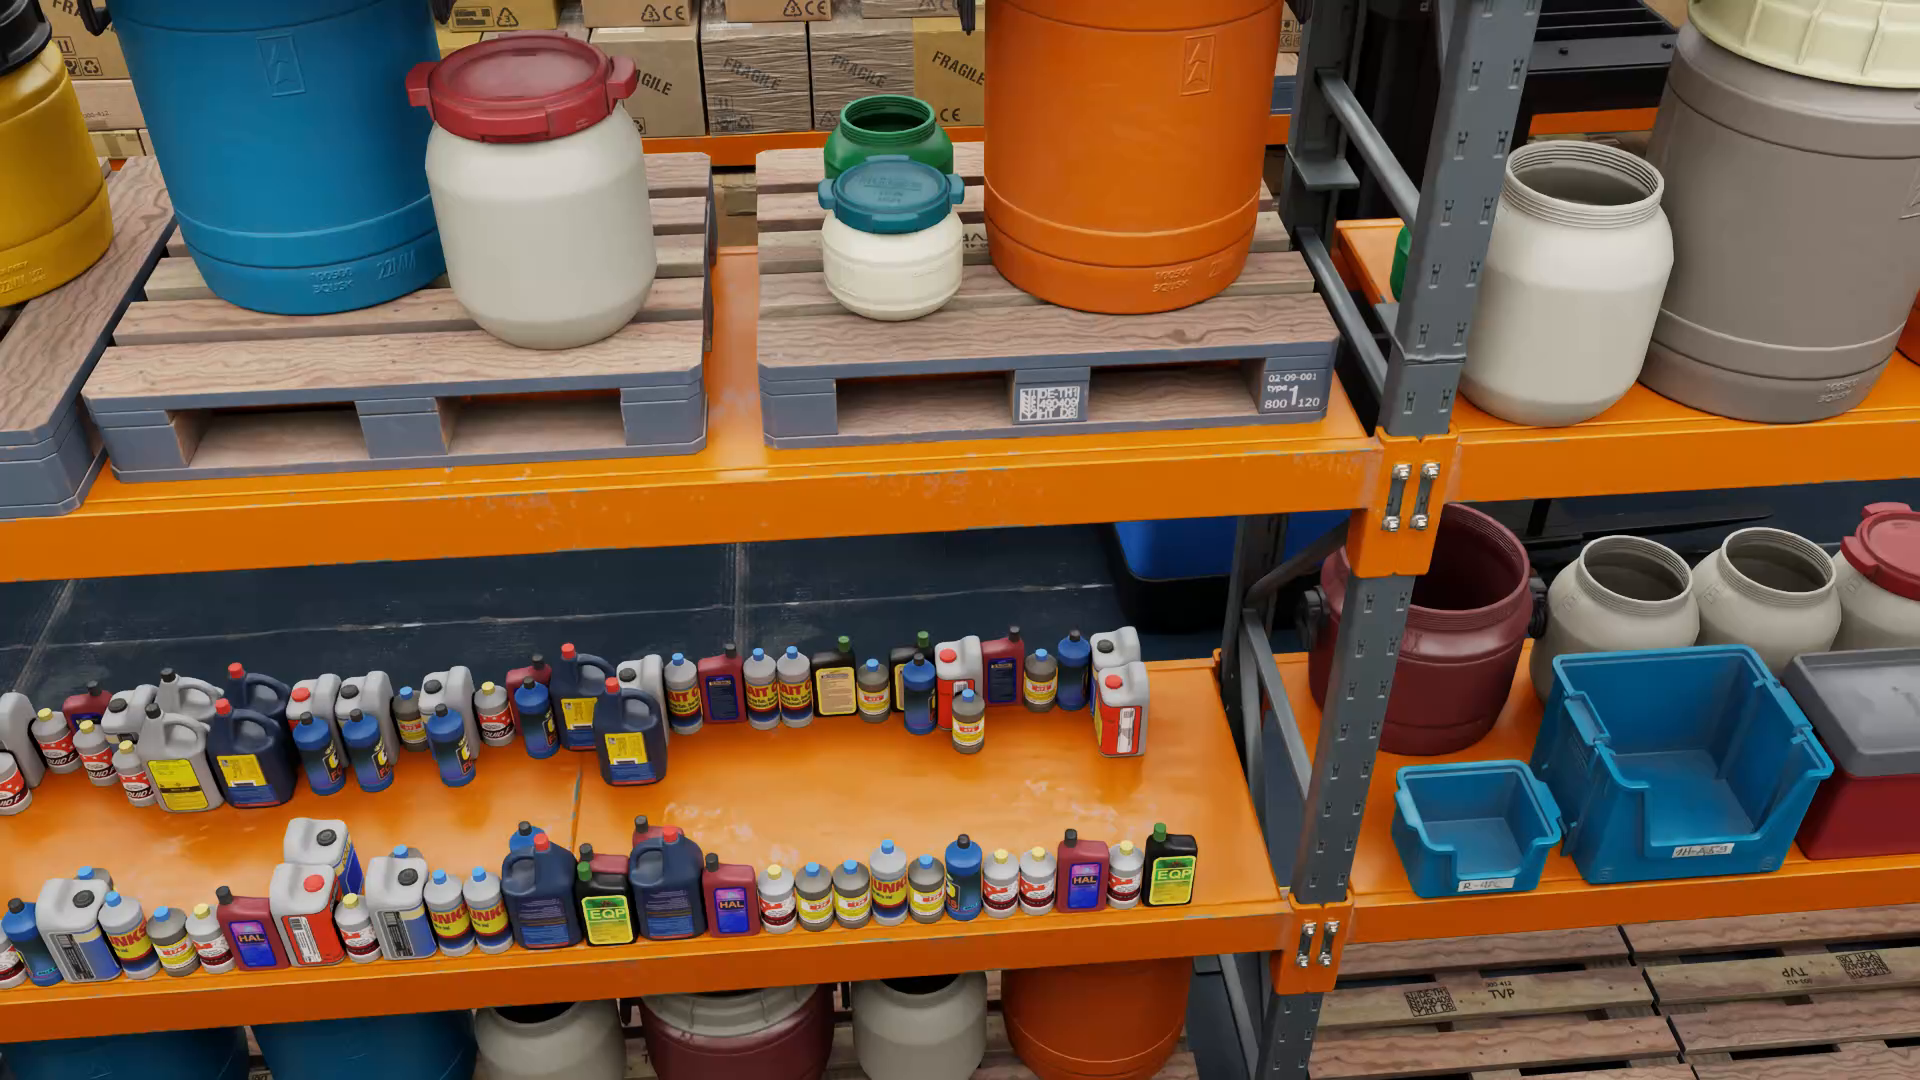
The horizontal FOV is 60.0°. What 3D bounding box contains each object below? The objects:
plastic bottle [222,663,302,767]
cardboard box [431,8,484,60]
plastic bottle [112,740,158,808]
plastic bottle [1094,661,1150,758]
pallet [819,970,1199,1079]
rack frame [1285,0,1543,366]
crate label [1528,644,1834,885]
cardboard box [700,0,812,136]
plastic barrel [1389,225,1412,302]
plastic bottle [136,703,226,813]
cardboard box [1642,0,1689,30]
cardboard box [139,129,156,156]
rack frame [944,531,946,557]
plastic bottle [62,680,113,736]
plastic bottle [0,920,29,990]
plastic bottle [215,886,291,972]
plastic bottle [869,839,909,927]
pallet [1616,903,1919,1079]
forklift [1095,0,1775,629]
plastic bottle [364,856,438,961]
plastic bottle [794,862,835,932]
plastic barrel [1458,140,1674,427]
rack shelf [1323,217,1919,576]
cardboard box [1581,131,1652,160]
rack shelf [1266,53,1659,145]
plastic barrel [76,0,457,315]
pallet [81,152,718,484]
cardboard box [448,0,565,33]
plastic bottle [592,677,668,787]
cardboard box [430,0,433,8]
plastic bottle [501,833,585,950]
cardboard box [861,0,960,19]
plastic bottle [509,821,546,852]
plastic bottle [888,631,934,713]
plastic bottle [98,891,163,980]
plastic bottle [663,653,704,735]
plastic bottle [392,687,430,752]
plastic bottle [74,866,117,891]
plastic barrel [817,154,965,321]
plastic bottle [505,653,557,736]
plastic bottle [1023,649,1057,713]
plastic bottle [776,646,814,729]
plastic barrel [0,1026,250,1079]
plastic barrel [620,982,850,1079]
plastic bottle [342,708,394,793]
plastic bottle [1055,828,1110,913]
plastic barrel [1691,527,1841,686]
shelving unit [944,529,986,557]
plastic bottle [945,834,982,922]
[{"bbox_3d":[-1.999,0.490,4.747,0.185,0.351,0.144,-3,38,-4],"label":"plastic bottle"},{"bbox_3d":[-2.527,-2.261,8.113,0.500,0.500,0.500,-3,38,-4],"label":"cardboard box"},{"bbox_3d":[-2.312,0.646,4.670,0.097,0.201,0.097,0,38,0],"label":"plastic bottle"},{"bbox_3d":[0.468,0.481,4.819,0.135,0.276,0.152,-3,38,-4],"label":"plastic bottle"},{"bbox_3d":[0.133,1.678,5.453,1.213,0.211,1.003,-3,38,-4],"label":"pallet"},{"bbox_3d":[0.915,-1.841,2.819,0.127,3.000,1.000,-3,38,-4],"label":"rack frame"},{"bbox_3d":[1.928,0.613,4.523,0.616,0.435,0.502,-3,38,-4],"label":"crate label"},{"bbox_3d":[-1.008,-2.347,8.222,0.500,0.500,0.500,-4,38,-5],"label":"cardboard box"},{"bbox_3d":[1.156,-0.648,3.853,0.294,0.245,0.294,0,38,0],"label":"plastic barrel"},{"bbox_3d":[-2.170,0.590,4.621,0.185,0.351,0.144,-3,38,-4],"label":"plastic bottle"},{"bbox_3d":[3.656,-3.204,8.566,1.000,1.000,1.000,-3,38,-4],"label":"cardboard box"},{"bbox_3d":[-3.783,-2.005,8.072,0.250,0.149,0.380,-3,38,-4],"label":"cardboard box"},{"bbox_3d":[-0.077,-0.467,7.373,0.006,1.200,0.240,-3,38,-4],"label":"rack frame"},{"bbox_3d":[-2.479,0.517,4.767,0.133,0.283,0.061,-3,38,-4],"label":"plastic bottle"},{"bbox_3d":[-2.420,1.030,4.184,0.097,0.201,0.097,0,38,0],"label":"plastic bottle"},{"bbox_3d":[-1.782,0.974,4.189,0.133,0.283,0.061,-3,38,-4],"label":"plastic bottle"},{"bbox_3d":[-0.185,0.879,4.318,0.097,0.271,0.097,0,38,0],"label":"plastic bottle"},{"bbox_3d":[2.902,1.525,5.647,1.213,0.211,1.003,-3,38,-4],"label":"pallet"},{"bbox_3d":[2.155,-1.172,6.869,3.031,2.935,1.130,-5,39,-6],"label":"forklift"},{"bbox_3d":[-1.422,0.928,4.252,0.135,0.276,0.152,-3,38,-4],"label":"plastic bottle"},{"bbox_3d":[-0.379,0.917,4.326,0.097,0.201,0.097,0,38,0],"label":"plastic bottle"},{"bbox_3d":[1.251,-0.535,3.495,0.421,0.512,0.421,0,38,0],"label":"plastic barrel"},{"bbox_3d":[2.907,-0.491,4.110,4.000,0.370,1.077,-3,38,-4],"label":"rack shelf"},{"bbox_3d":[3.847,-1.932,9.440,0.500,0.500,0.700,-6,39,-7],"label":"cardboard box"},{"bbox_3d":[2.468,-2.369,8.912,4.000,0.370,1.077,-3,38,-4],"label":"rack shelf"},{"bbox_3d":[-1.383,-0.994,3.423,0.708,0.901,0.600,-3,38,-4],"label":"plastic barrel"},{"bbox_3d":[-1.168,-0.537,3.740,1.213,0.211,1.003,-3,38,-4],"label":"pallet"},{"bbox_3d":[-2.188,-2.826,8.020,0.637,0.503,0.797,-3,38,-3],"label":"cardboard box"},{"bbox_3d":[-0.938,0.527,4.701,0.185,0.351,0.144,-3,38,-4],"label":"plastic bottle"},{"bbox_3d":[-2.573,-2.579,8.516,0.500,0.500,0.500,-2,38,-3],"label":"cardboard box"},{"bbox_3d":[-1.068,0.882,4.250,0.185,0.351,0.144,-3,38,-4],"label":"plastic bottle"},{"bbox_3d":[-0.254,-2.945,8.170,0.637,0.503,0.797,-2,38,-2],"label":"cardboard box"},{"bbox_3d":[-1.122,0.841,4.366,0.097,0.271,0.097,0,38,0],"label":"plastic bottle"},{"bbox_3d":[-0.143,0.389,4.930,0.133,0.283,0.061,-3,38,-4],"label":"plastic bottle"},{"bbox_3d":[-2.092,0.984,4.185,0.097,0.271,0.097,0,38,0],"label":"plastic bottle"},{"bbox_3d":[-0.813,0.442,4.872,0.097,0.271,0.097,0,38,0],"label":"plastic bottle"},{"bbox_3d":[-1.592,0.512,4.840,0.097,0.201,0.097,0,38,0],"label":"plastic bottle"},{"bbox_3d":[-2.240,0.925,4.316,0.097,0.201,0.097,0,38,0],"label":"plastic bottle"},{"bbox_3d":[-0.140,-0.625,3.471,0.301,0.262,0.301,0,38,0],"label":"plastic barrel"},{"bbox_3d":[-1.248,0.450,4.853,0.133,0.283,0.061,-3,38,-4],"label":"plastic bottle"},{"bbox_3d":[0.240,0.411,4.968,0.097,0.201,0.097,0,38,0],"label":"plastic bottle"},{"bbox_3d":[-0.486,0.424,4.895,0.097,0.271,0.097,0,38,0],"label":"plastic bottle"},{"bbox_3d":[-2.526,1.373,4.943,0.708,0.901,0.600,-3,38,-4],"label":"plastic barrel"},{"bbox_3d":[-0.696,1.395,5.168,0.708,0.588,0.600,-3,38,-4],"label":"plastic barrel"},{"bbox_3d":[-1.676,0.584,4.692,0.097,0.271,0.097,0,38,0],"label":"plastic bottle"},{"bbox_3d":[0.320,0.858,4.335,0.133,0.283,0.061,-3,38,-4],"label":"plastic bottle"},{"bbox_3d":[2.340,0.259,4.910,0.421,0.512,0.421,0,38,0],"label":"plastic barrel"},{"bbox_3d":[0.014,-0.472,7.379,0.189,1.200,0.258,-3,38,-4],"label":"shelving unit"},{"bbox_3d":[0.009,0.868,4.332,0.097,0.271,0.097,0,38,0],"label":"plastic bottle"}]
